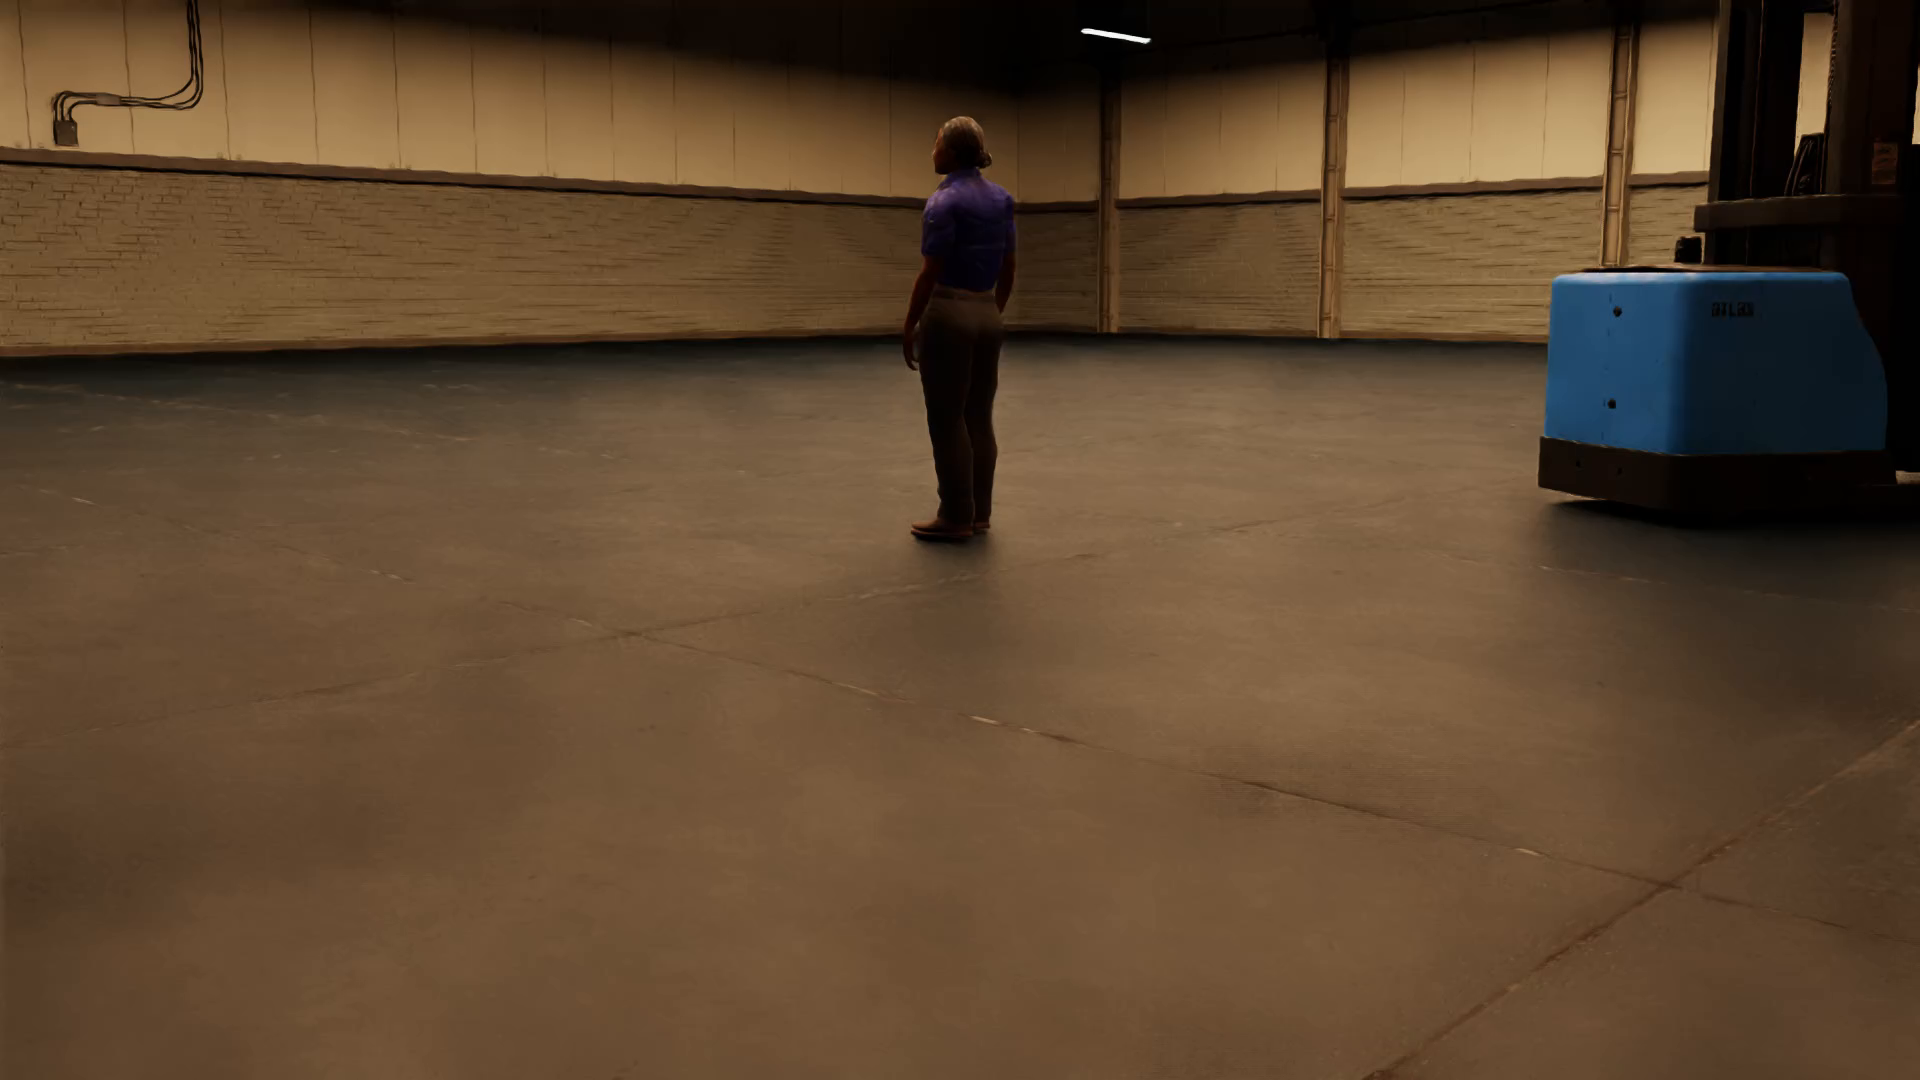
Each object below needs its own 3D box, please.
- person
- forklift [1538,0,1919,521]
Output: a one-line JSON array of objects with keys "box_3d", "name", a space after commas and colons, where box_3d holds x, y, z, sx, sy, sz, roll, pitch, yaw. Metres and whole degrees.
[{"box_3d": [-0.049, -0.836, 6.667, 0.503, 1.654, 0.570, 8, 12, 43], "name": "person"}, {"box_3d": [4.331, -1.626, 7.671, 3.031, 2.935, 1.130, -2, 9, -15], "name": "forklift"}]
